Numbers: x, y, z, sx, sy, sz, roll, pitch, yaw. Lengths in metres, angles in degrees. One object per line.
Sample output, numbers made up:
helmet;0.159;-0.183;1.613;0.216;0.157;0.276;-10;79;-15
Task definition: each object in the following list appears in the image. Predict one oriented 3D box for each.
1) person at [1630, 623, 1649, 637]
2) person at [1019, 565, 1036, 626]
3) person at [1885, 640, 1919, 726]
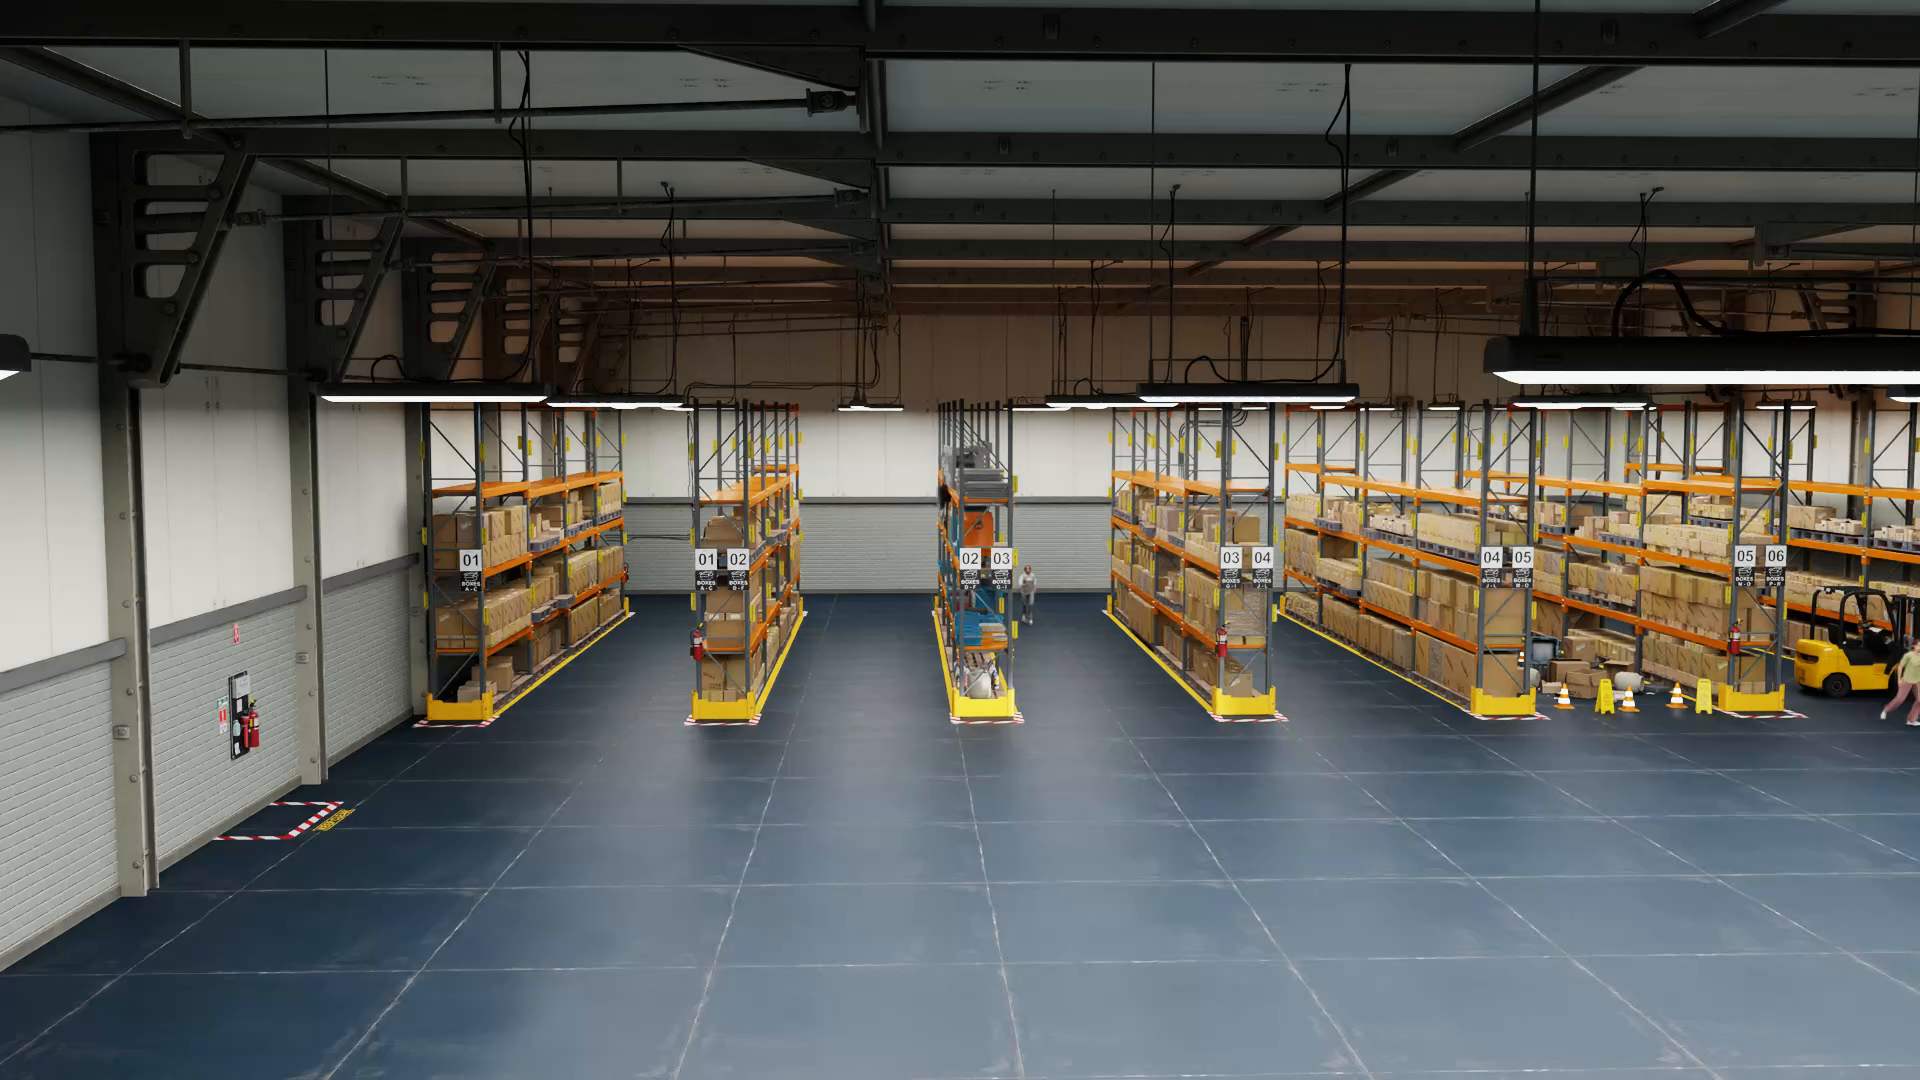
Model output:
person;16.616;1.821;40.588;0.655;1.666;0.680;-1;4;-11
person;1.835;1.473;45.119;0.532;1.604;0.867;-1;4;-9
person;17.472;2.602;30.579;0.660;1.602;0.632;0;4;-4
